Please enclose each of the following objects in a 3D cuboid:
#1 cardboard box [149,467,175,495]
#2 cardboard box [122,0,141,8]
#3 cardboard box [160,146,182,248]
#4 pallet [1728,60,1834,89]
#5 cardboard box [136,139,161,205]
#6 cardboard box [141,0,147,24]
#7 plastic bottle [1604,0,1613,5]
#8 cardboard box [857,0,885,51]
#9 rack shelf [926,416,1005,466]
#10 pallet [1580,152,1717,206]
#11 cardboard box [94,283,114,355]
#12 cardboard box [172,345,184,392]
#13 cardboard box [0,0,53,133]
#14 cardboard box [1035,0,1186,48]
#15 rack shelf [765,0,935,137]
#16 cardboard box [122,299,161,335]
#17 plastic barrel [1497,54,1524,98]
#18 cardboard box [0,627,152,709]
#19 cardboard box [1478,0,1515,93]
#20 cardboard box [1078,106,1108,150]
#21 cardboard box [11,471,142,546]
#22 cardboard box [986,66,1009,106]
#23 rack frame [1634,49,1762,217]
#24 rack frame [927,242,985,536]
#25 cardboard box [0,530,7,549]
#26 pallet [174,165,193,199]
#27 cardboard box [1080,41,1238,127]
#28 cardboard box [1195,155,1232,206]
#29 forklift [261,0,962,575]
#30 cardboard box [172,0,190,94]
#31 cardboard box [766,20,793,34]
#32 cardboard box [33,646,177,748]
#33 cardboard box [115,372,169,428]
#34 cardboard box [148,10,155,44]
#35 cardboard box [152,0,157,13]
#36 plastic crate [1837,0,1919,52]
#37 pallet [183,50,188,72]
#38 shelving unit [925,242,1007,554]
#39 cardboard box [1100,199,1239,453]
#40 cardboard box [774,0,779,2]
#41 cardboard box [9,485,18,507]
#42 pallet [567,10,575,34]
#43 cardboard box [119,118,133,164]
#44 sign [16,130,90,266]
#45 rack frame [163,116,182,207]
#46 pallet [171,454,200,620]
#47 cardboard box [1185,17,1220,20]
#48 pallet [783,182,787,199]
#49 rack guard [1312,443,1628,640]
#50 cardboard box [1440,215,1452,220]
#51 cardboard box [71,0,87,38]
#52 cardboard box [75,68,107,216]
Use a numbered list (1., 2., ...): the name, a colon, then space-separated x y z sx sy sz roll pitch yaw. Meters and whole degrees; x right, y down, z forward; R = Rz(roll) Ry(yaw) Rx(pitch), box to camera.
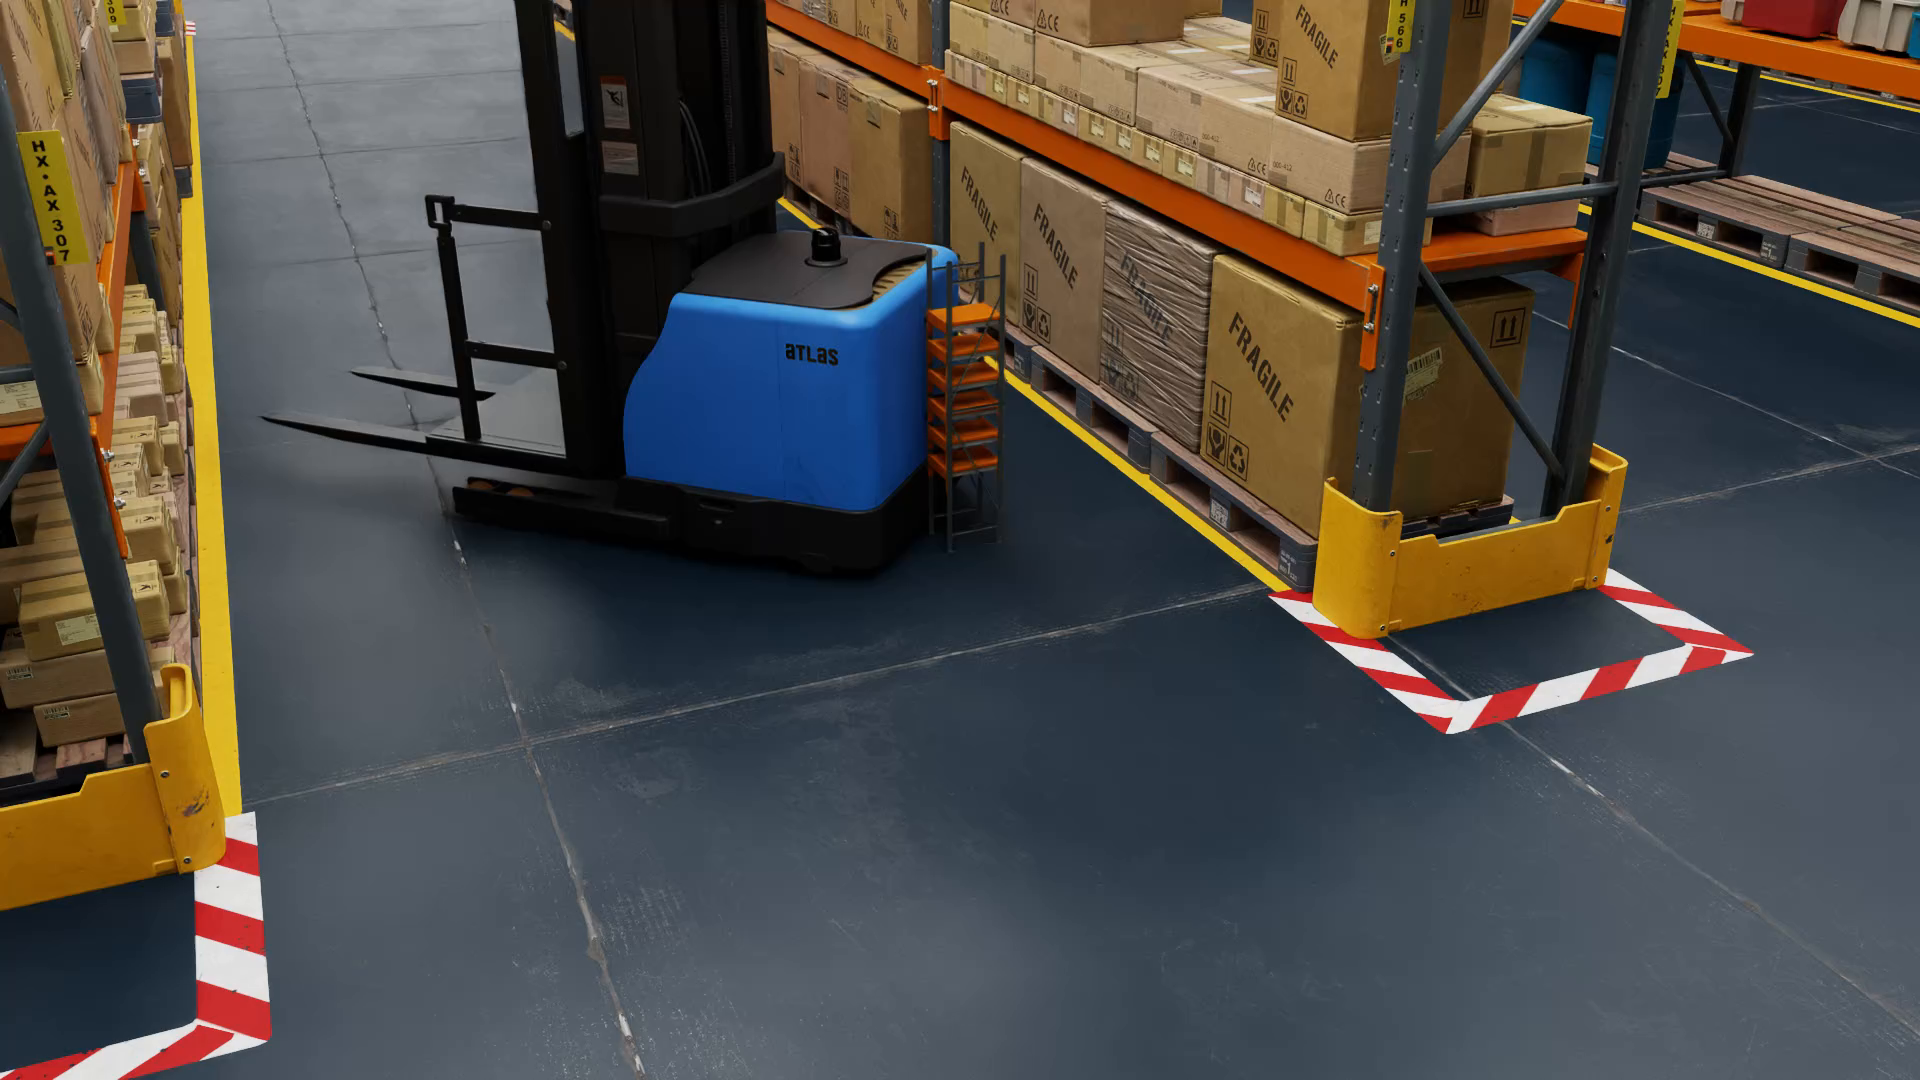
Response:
1. cardboard box: -3.234 -0.143 6.394 0.380 0.149 0.250 -11 28 -21
2. cardboard box: -4.003 -2.542 7.668 0.380 0.149 0.250 -9 27 -18
3. cardboard box: -4.918 -2.000 9.797 0.500 0.500 0.500 -12 28 -23
4. pallet: 8.139 -4.527 15.781 1.003 0.211 1.213 -11 28 -21
5. cardboard box: -4.529 -1.922 8.783 0.500 0.250 0.500 -10 28 -19
6. cardboard box: -4.106 -2.513 7.947 0.380 0.149 0.250 -11 28 -22
7. plastic bottle: 4.367 -3.680 11.095 0.097 0.201 0.097 0 26 0
8. cardboard box: -0.290 -3.160 9.690 0.500 0.500 0.500 -10 28 -19
9. rack shelf: 0.022 -0.394 6.563 0.258 0.103 0.180 -11 28 -22
10. pallet: 4.625 -2.689 12.017 1.003 0.211 1.213 -11 28 -21
11. cardboard box: -2.724 -0.634 4.916 0.380 0.149 0.250 -11 28 -22
12. cardboard box: -3.805 -0.769 7.677 0.380 0.149 0.250 -10 28 -20
13. cardboard box: -2.637 -1.201 4.198 0.500 0.500 0.500 -11 28 -21
14. cardboard box: 0.678 -2.529 7.488 0.500 0.500 0.500 -11 28 -22
15. rack shelf: -0.451 -3.257 10.821 1.077 0.370 4.000 -11 28 -21
16. cardboard box: -3.756 -0.941 7.351 0.380 0.149 0.250 -10 28 -20
17. plastic barrel: 4.276 -3.446 12.746 0.421 0.512 0.421 0 26 0
18. cardboard box: -2.674 0.357 5.032 0.380 0.149 0.250 -9 28 -18
19. cardboard box: 1.763 -2.003 6.411 0.500 0.500 0.500 -11 28 -22
20. cardboard box: 0.753 -1.854 7.415 0.380 0.149 0.250 -11 28 -22
21. cardboard box: -2.970 -0.091 5.611 0.380 0.149 0.250 -12 28 -23
22. cardboard box: 0.348 -2.271 8.268 0.380 0.149 0.250 -10 28 -19
23. rack frame: 4.889 -3.624 10.753 1.000 3.000 0.127 -11 28 -21
24. rack frame: -0.016 -0.578 6.566 0.240 1.200 0.006 -11 28 -22
25. cardboard box: -3.390 0.113 5.532 0.380 0.149 0.250 -11 28 -21
26. pallet: -6.078 -2.654 11.945 1.003 0.211 1.213 -11 28 -21
27. cardboard box: 0.859 -1.994 7.247 0.500 0.250 0.500 -11 28 -21
28. cardboard box: 1.158 -1.440 6.566 0.380 0.149 0.250 -10 28 -20
29. forklift: -1.564 -1.571 6.626 3.031 2.935 1.130 9 27 18
30. cardboard box: -7.079 -4.133 13.882 1.050 0.750 0.750 -11 28 -21
31. cardboard box: -0.984 -3.339 12.113 1.225 0.875 0.875 -12 28 -23
32. cardboard box: -2.616 0.480 5.120 0.380 0.149 0.250 -10 28 -20
33. cardboard box: -3.314 -0.523 6.495 0.380 0.149 0.250 -12 28 -22
34. cardboard box: -4.308 -2.589 8.441 0.380 0.149 0.250 -10 28 -20
35. cardboard box: -4.724 -3.013 9.310 0.380 0.149 0.250 -10 28 -19
36. plastic crate: 5.318 -2.949 9.438 0.437 0.282 0.530 -11 28 -21
37. pallet: -7.630 -4.258 15.230 1.003 0.211 1.213 -11 28 -21
38. shelving unit: 0.022 -0.541 6.491 0.258 1.200 0.189 -11 28 -22
39. cardboard box: 1.218 -1.004 7.330 0.875 0.875 0.875 -11 28 -21
40. cardboard box: -1.091 -3.981 11.372 0.500 0.500 0.500 -11 28 -22
41. cardboard box: -3.243 -0.162 6.095 0.380 0.149 0.250 -9 27 -18
42. pallet: -3.578 -5.507 17.789 1.003 0.211 1.213 -11 28 -21
43. cardboard box: -3.743 -1.688 7.074 0.380 0.149 0.250 -11 28 -22
44. sign: -2.206 -0.829 4.042 0.100 0.325 0.005 -11 28 -21
45. rack frame: -5.838 -3.576 10.655 1.000 3.000 0.127 -11 28 -21
46. pallet: -3.494 0.050 6.406 1.003 0.211 1.213 -11 28 -21
47. cardboard box: 0.951 -2.497 8.278 0.500 0.250 0.500 -10 28 -19
48. pallet: -0.995 -2.803 12.250 1.003 0.211 1.213 -11 28 -21
49. rack guard: 1.908 -0.025 6.231 1.175 0.500 0.348 -11 28 -21
50. cardboard box: 1.961 -1.348 6.379 0.380 0.149 0.250 -11 28 -21
51. cardboard box: -3.444 -2.029 5.894 0.500 0.500 0.500 -10 28 -19
52. cardboard box: -3.245 -1.370 5.684 0.500 0.500 0.500 -11 28 -22
